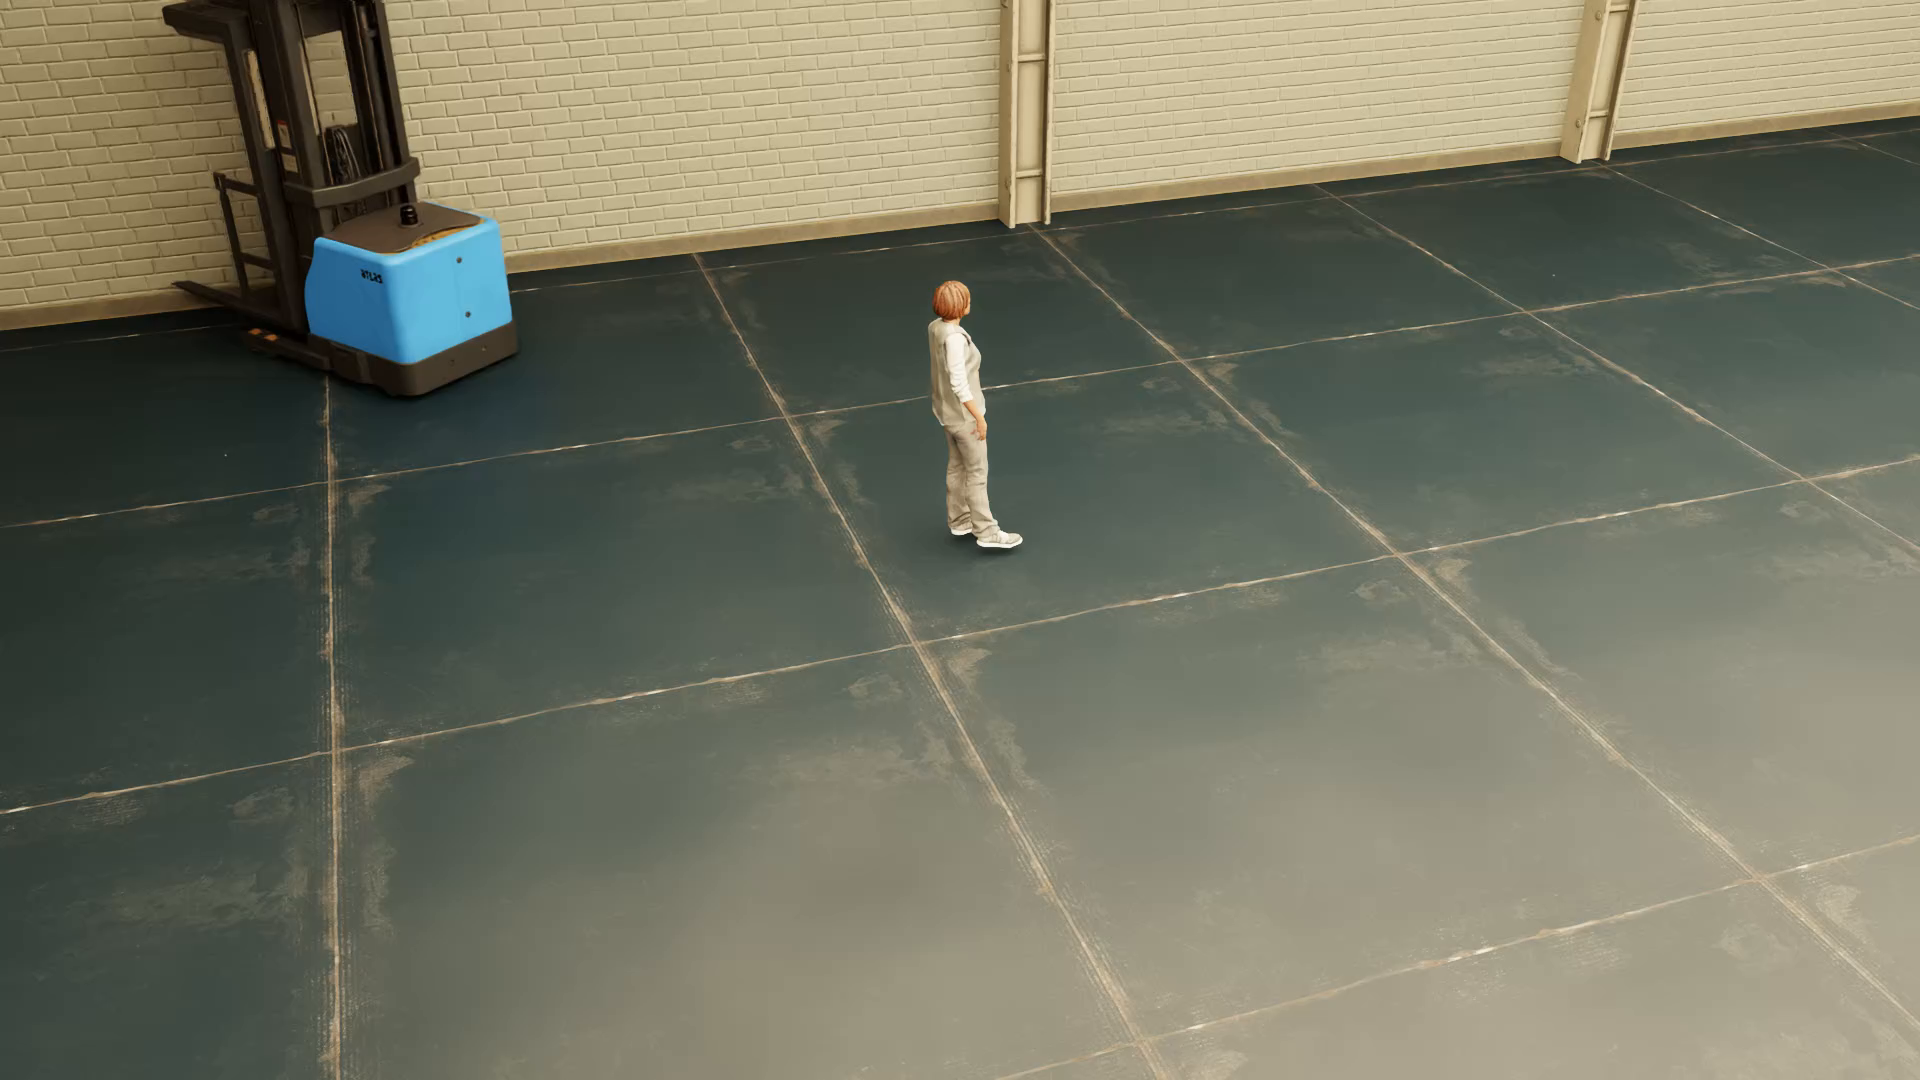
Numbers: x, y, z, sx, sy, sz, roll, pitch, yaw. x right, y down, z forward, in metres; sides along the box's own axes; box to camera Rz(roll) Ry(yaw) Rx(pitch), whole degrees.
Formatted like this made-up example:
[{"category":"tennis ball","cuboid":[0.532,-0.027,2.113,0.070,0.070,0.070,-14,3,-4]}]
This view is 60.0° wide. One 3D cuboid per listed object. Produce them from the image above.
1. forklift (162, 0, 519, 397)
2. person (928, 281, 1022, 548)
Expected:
[{"category":"forklift","cuboid":[-4.779,-2.832,12.010,3.031,2.935,1.130,18,35,29]},{"category":"person","cuboid":[0.074,-0.738,9.613,0.475,1.597,0.520,-10,31,-16]}]
